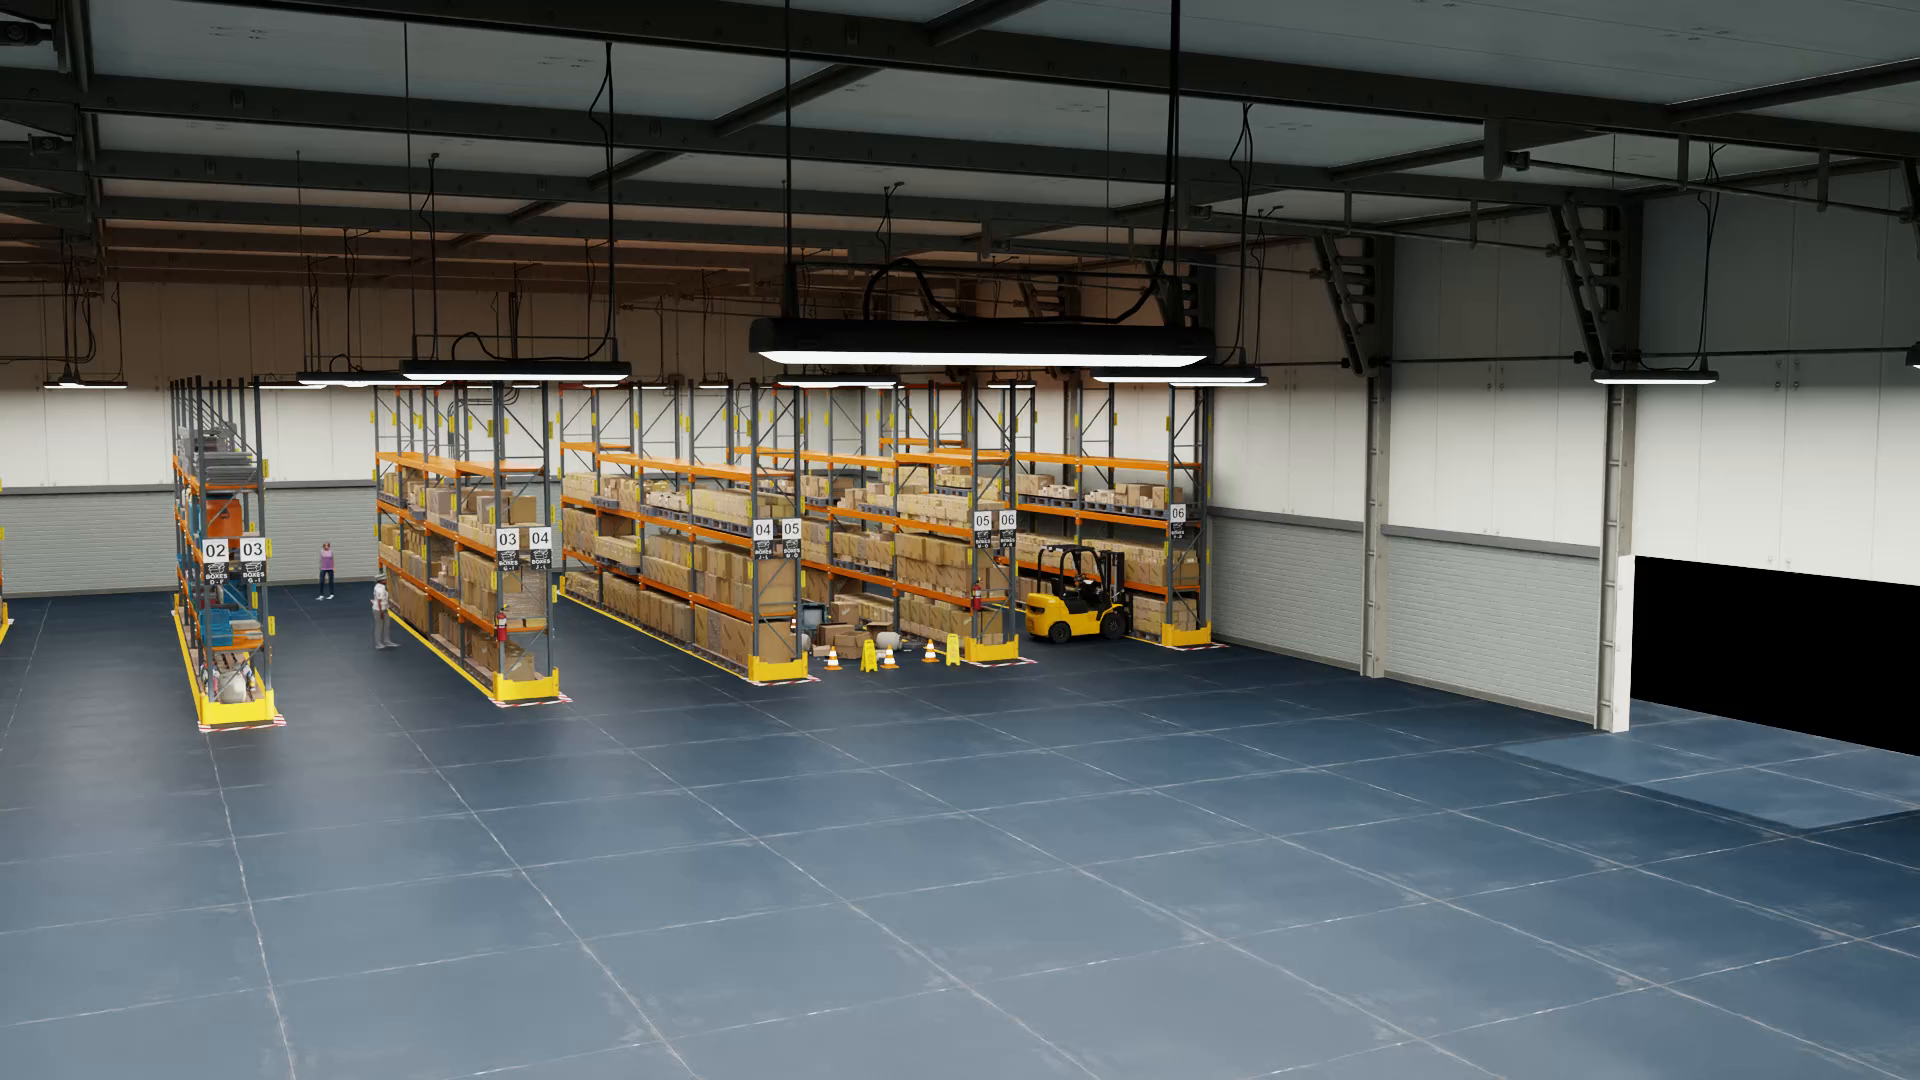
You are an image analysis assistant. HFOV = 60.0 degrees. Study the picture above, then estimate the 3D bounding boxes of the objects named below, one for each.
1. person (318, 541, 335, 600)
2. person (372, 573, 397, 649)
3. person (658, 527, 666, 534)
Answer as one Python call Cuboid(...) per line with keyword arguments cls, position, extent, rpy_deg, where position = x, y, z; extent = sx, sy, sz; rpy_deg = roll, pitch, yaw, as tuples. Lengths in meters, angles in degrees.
Cuboid(cls="person", position=(-17.550, 0.845, 46.047), extent=(0.452, 1.613, 0.349), rpy_deg=(-3, 6, -32))
Cuboid(cls="person", position=(-12.917, 1.585, 37.245), extent=(0.441, 1.685, 0.501), rpy_deg=(0, 5, 4))
Cuboid(cls="person", position=(-8.785, 0.479, 49.113), extent=(0.553, 1.765, 0.438), rpy_deg=(0, 5, -5))
